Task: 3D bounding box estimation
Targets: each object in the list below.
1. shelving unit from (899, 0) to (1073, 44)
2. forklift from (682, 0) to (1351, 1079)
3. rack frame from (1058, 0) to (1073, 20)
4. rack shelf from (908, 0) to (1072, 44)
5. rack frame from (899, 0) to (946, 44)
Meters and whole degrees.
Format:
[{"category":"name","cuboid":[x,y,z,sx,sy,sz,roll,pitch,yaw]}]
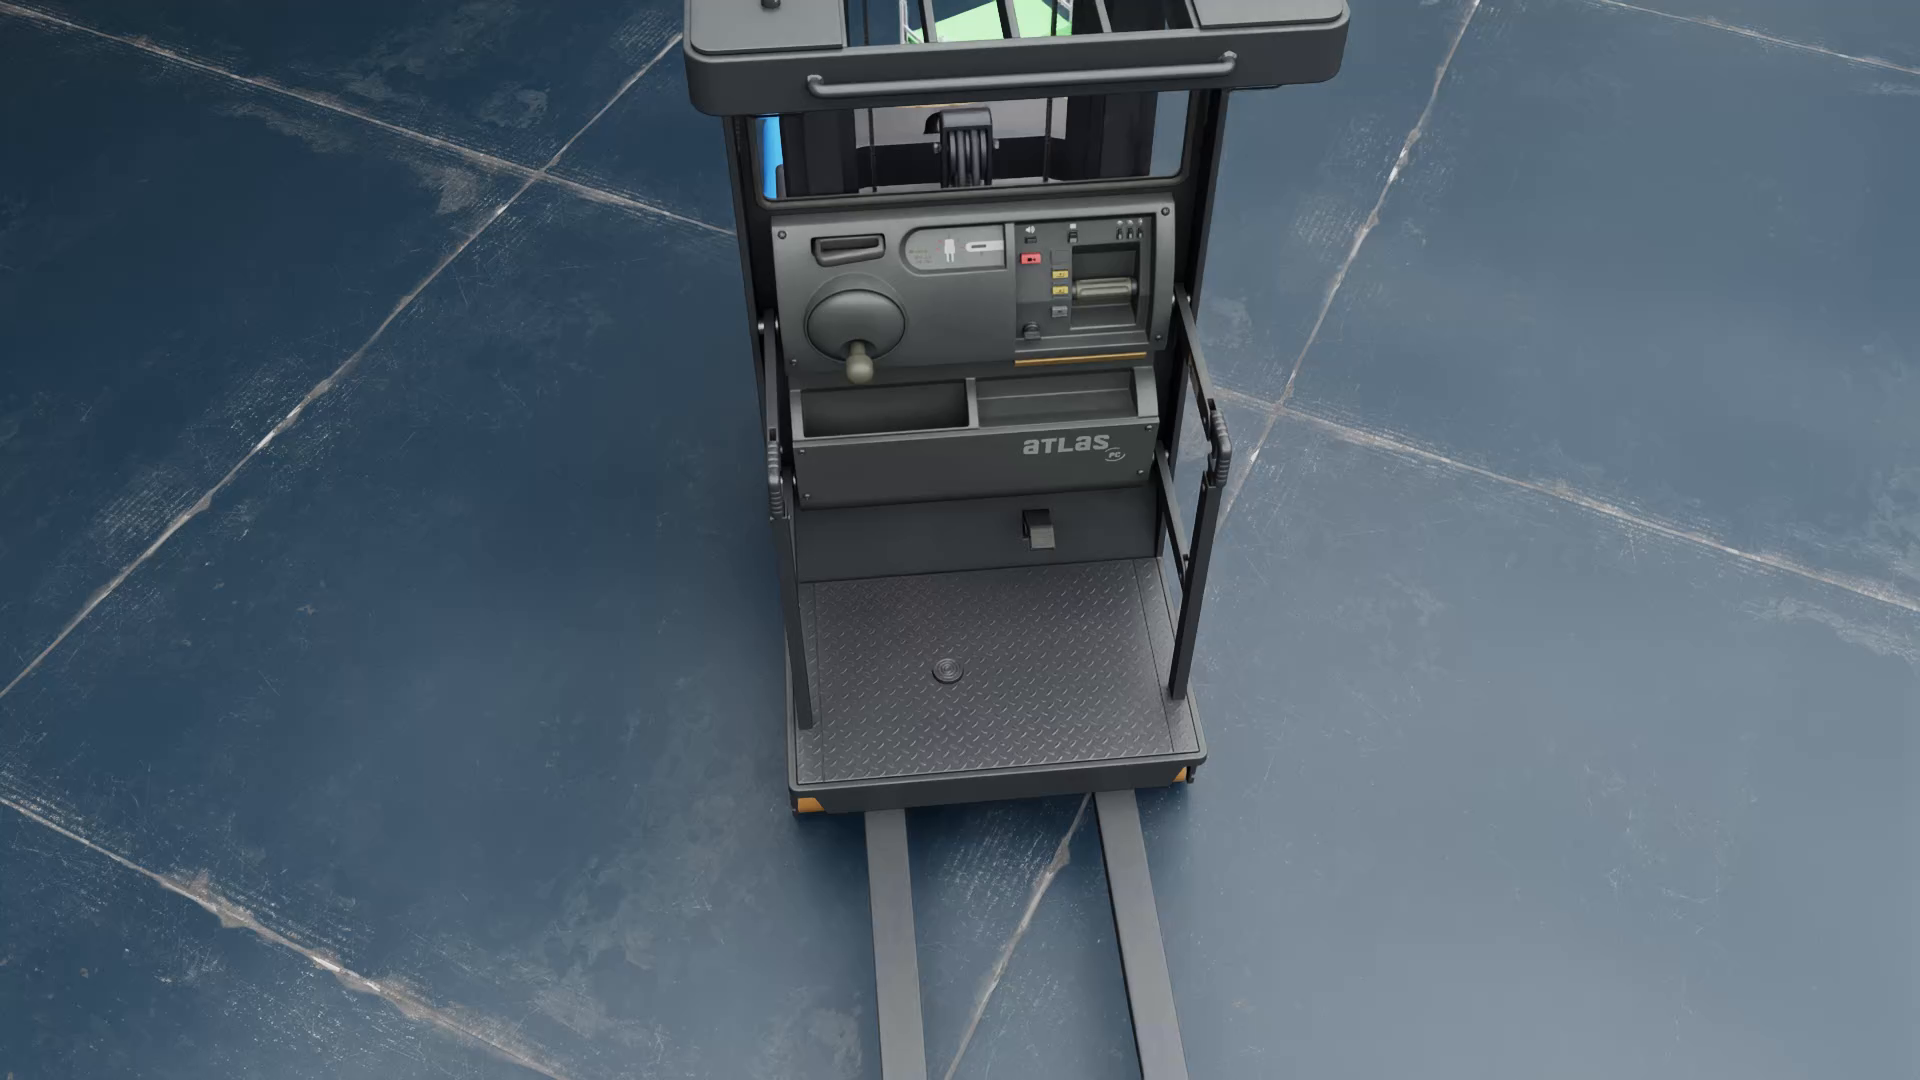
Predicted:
[{"category":"shelving unit","cuboid":[0.090,-1.287,5.557,0.503,1.200,0.258,-27,55,-21]},{"category":"forklift","cuboid":[0.059,-0.478,3.732,1.130,2.935,3.031,-4,50,-4]},{"category":"rack frame","cuboid":[0.293,-1.389,5.644,0.015,1.200,0.240,-27,55,-21]},{"category":"rack shelf","cuboid":[0.090,-1.556,5.240,0.480,0.148,0.258,-27,55,-21]},{"category":"rack frame","cuboid":[-0.114,-1.184,5.470,0.015,1.200,0.240,-27,55,-21]}]
